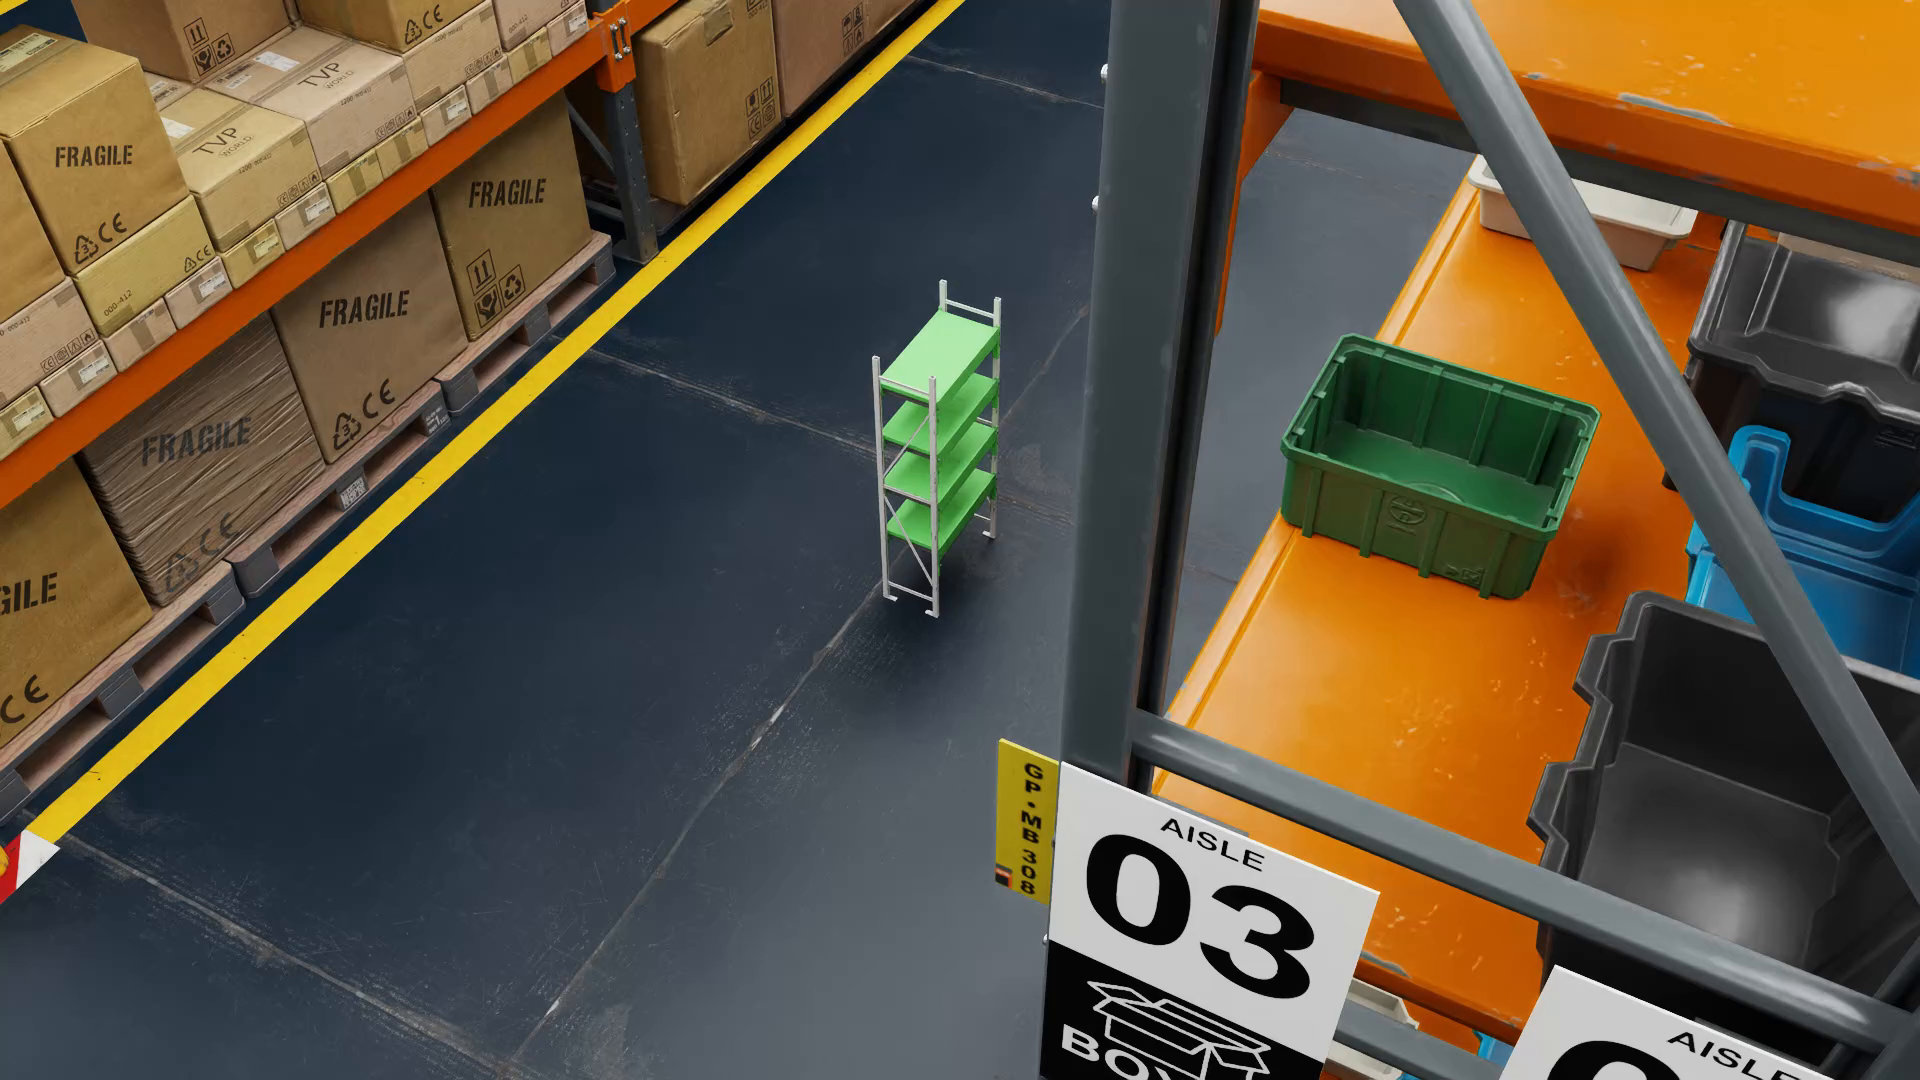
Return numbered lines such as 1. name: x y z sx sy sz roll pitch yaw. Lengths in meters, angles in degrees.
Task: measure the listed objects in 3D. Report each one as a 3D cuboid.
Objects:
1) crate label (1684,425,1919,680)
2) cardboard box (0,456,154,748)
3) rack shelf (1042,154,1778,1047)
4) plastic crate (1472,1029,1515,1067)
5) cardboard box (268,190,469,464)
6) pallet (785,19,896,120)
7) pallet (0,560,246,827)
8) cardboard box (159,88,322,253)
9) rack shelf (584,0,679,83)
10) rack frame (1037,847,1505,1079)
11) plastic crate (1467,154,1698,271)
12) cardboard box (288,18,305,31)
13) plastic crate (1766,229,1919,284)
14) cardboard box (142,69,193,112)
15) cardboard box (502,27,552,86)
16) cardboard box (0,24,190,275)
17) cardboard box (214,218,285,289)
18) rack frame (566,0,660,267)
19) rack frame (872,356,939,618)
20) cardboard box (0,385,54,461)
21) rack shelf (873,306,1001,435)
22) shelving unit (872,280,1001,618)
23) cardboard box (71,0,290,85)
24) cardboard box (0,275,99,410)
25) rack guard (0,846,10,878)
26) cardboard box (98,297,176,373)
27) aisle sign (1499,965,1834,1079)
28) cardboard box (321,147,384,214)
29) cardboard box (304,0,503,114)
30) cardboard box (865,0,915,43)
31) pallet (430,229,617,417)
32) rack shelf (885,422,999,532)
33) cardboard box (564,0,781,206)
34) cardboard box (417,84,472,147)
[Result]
1. crate label: 1.304 0.098 2.540 0.408 0.251 0.502 20 49 19
2. cardboard box: -3.571 0.109 5.732 0.875 0.875 0.875 20 49 19
3. rack shelf: 1.518 -0.487 3.519 1.077 0.370 4.000 20 49 19
4. plastic crate: 1.301 1.150 3.580 0.416 0.233 0.300 20 49 19
5. cardboard box: -2.736 -1.025 6.853 0.875 0.875 0.875 20 49 19
6. pallet: -1.084 -2.883 9.451 1.003 0.211 1.213 20 49 19
7. pallet: -3.495 0.390 6.217 1.003 0.211 1.213 20 49 19
8. cardboard box: -2.626 -1.302 5.824 0.500 0.250 0.500 20 49 18
9. rack shelf: -1.012 -3.588 8.693 1.077 0.370 4.000 20 49 19
10. rack frame: 0.590 1.574 3.085 1.000 3.000 0.127 20 49 19
11. plastic crate: 1.329 -0.771 3.480 0.437 0.136 0.530 20 49 19
12. cardboard box: -2.626 -2.112 6.624 0.500 0.250 0.500 20 49 19
13. plastic crate: 1.892 -0.733 3.340 0.437 0.282 0.530 20 49 19
14. cardboard box: -3.097 -1.475 5.995 0.500 0.250 0.500 21 49 19
15. cardboard box: -1.911 -2.030 6.824 0.380 0.149 0.250 21 49 20
16. cardboard box: -2.868 -1.233 5.229 0.500 0.500 0.500 19 48 18
17. cardboard box: -2.627 -1.057 5.862 0.380 0.149 0.250 19 48 18
18. rack frame: -1.941 -2.581 7.192 1.000 3.000 0.127 20 49 19
19. rack frame: -0.190 -0.164 6.068 0.240 1.200 0.015 20 49 19
20. cardboard box: -3.104 -0.411 5.224 0.380 0.149 0.250 19 48 18
21. rack shelf: -0.077 -0.610 5.924 0.258 0.148 0.480 20 49 19
22. shelving unit: -0.077 -0.317 6.220 0.258 1.200 0.503 20 49 19
23. cardboard box: -2.862 -2.042 6.028 0.500 0.500 0.500 19 48 18
24. cardboard box: -3.100 -0.656 5.186 0.500 0.250 0.500 20 49 19
25. rack guard: -3.809 0.833 5.576 1.175 0.500 0.348 20 49 19
26. cardboard box: -2.865 -0.735 5.545 0.380 0.149 0.250 20 49 18
27. aisle sign: 0.819 0.804 2.019 0.394 0.787 0.004 20 49 19
28. cardboard box: -2.388 -1.383 6.184 0.380 0.149 0.250 20 49 18
29. cardboard box: -2.151 -1.941 6.456 0.500 0.250 0.500 22 49 20
30. cardboard box: -0.843 -3.515 9.313 1.225 0.875 0.875 21 49 19
31. pallet: -2.363 -1.148 7.736 1.003 0.211 1.213 20 49 19
32. rack shelf: -0.077 -0.273 6.266 0.258 0.148 0.480 20 49 19
33. cardboard box: -1.661 -2.392 8.203 1.225 0.875 0.875 21 49 19
34. cardboard box: -2.150 -1.707 6.504 0.380 0.149 0.250 21 49 20
